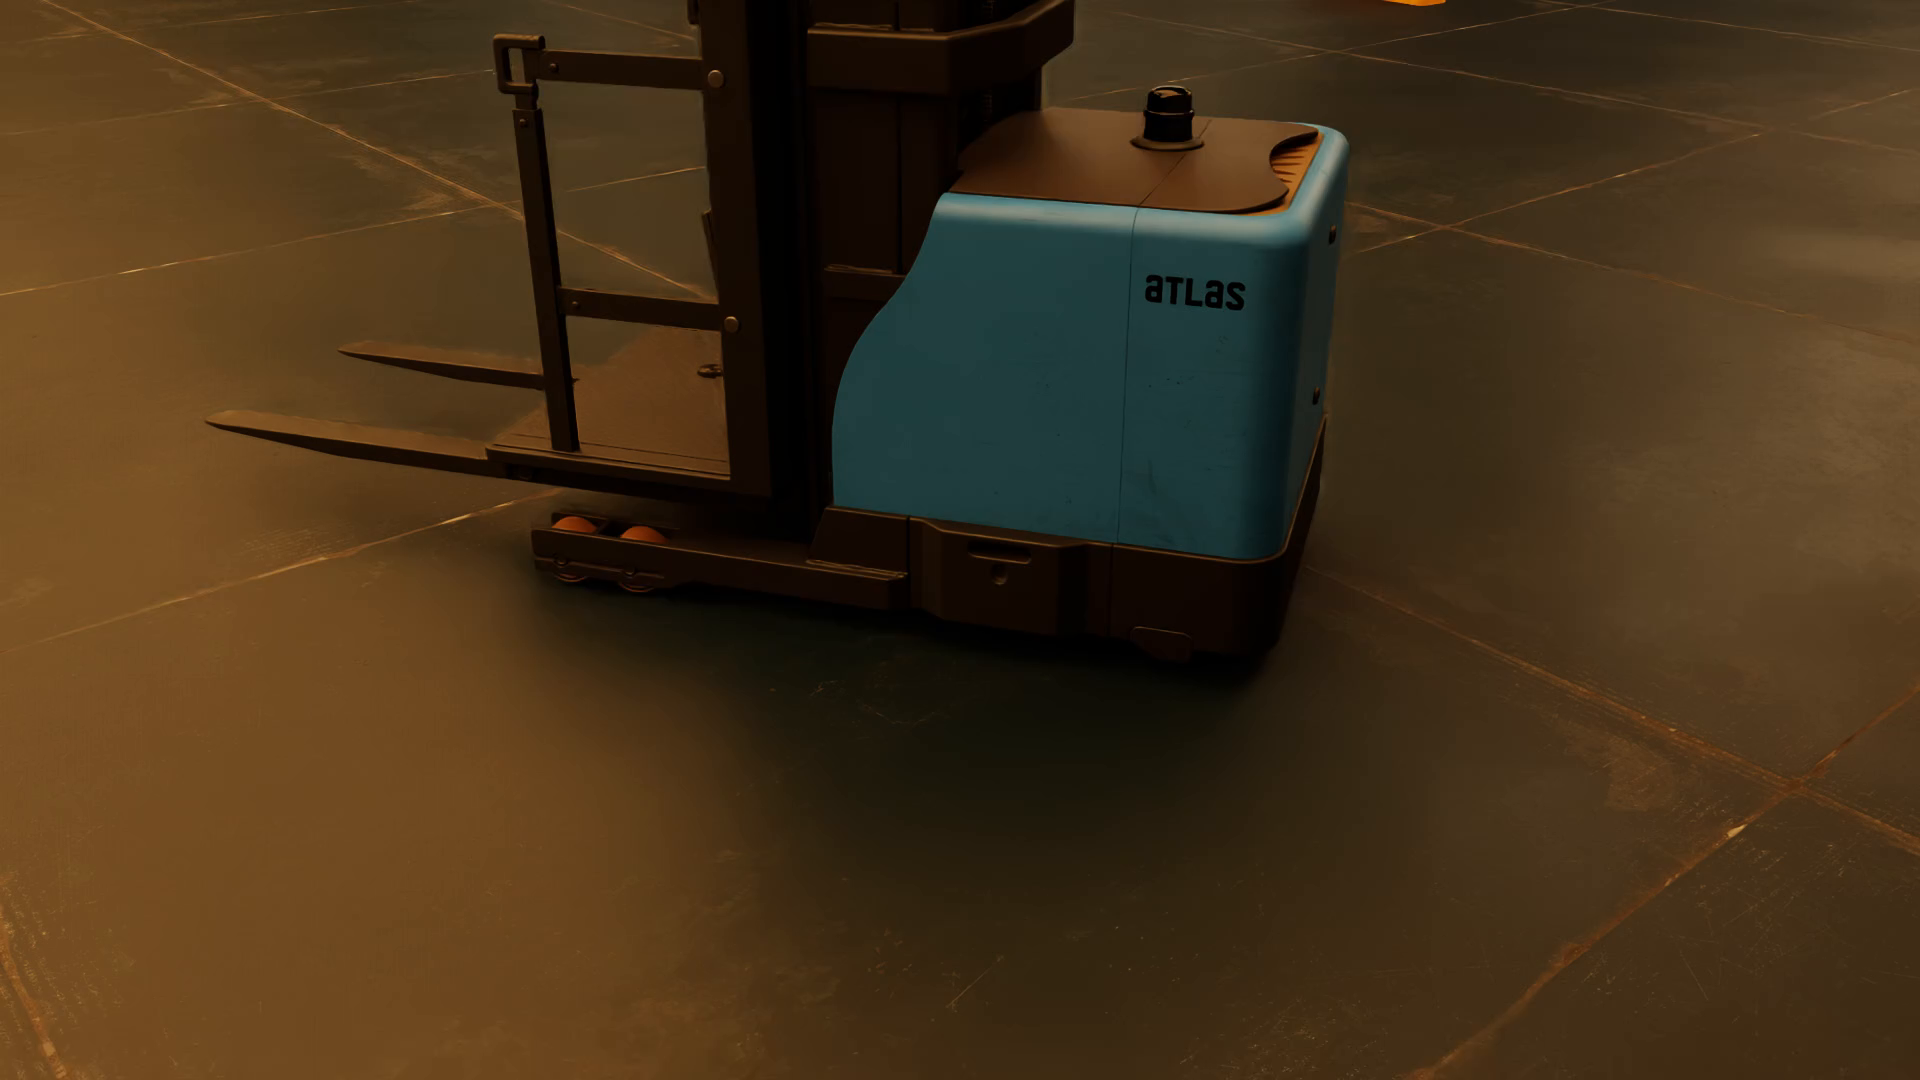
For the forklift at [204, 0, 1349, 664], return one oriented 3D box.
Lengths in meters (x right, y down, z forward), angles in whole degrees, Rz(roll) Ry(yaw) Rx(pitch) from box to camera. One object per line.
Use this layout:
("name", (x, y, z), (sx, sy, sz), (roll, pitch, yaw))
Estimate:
("forklift", (-0.584, -1.392, 4.010), (3.031, 2.935, 1.130), (8, 27, 15))
